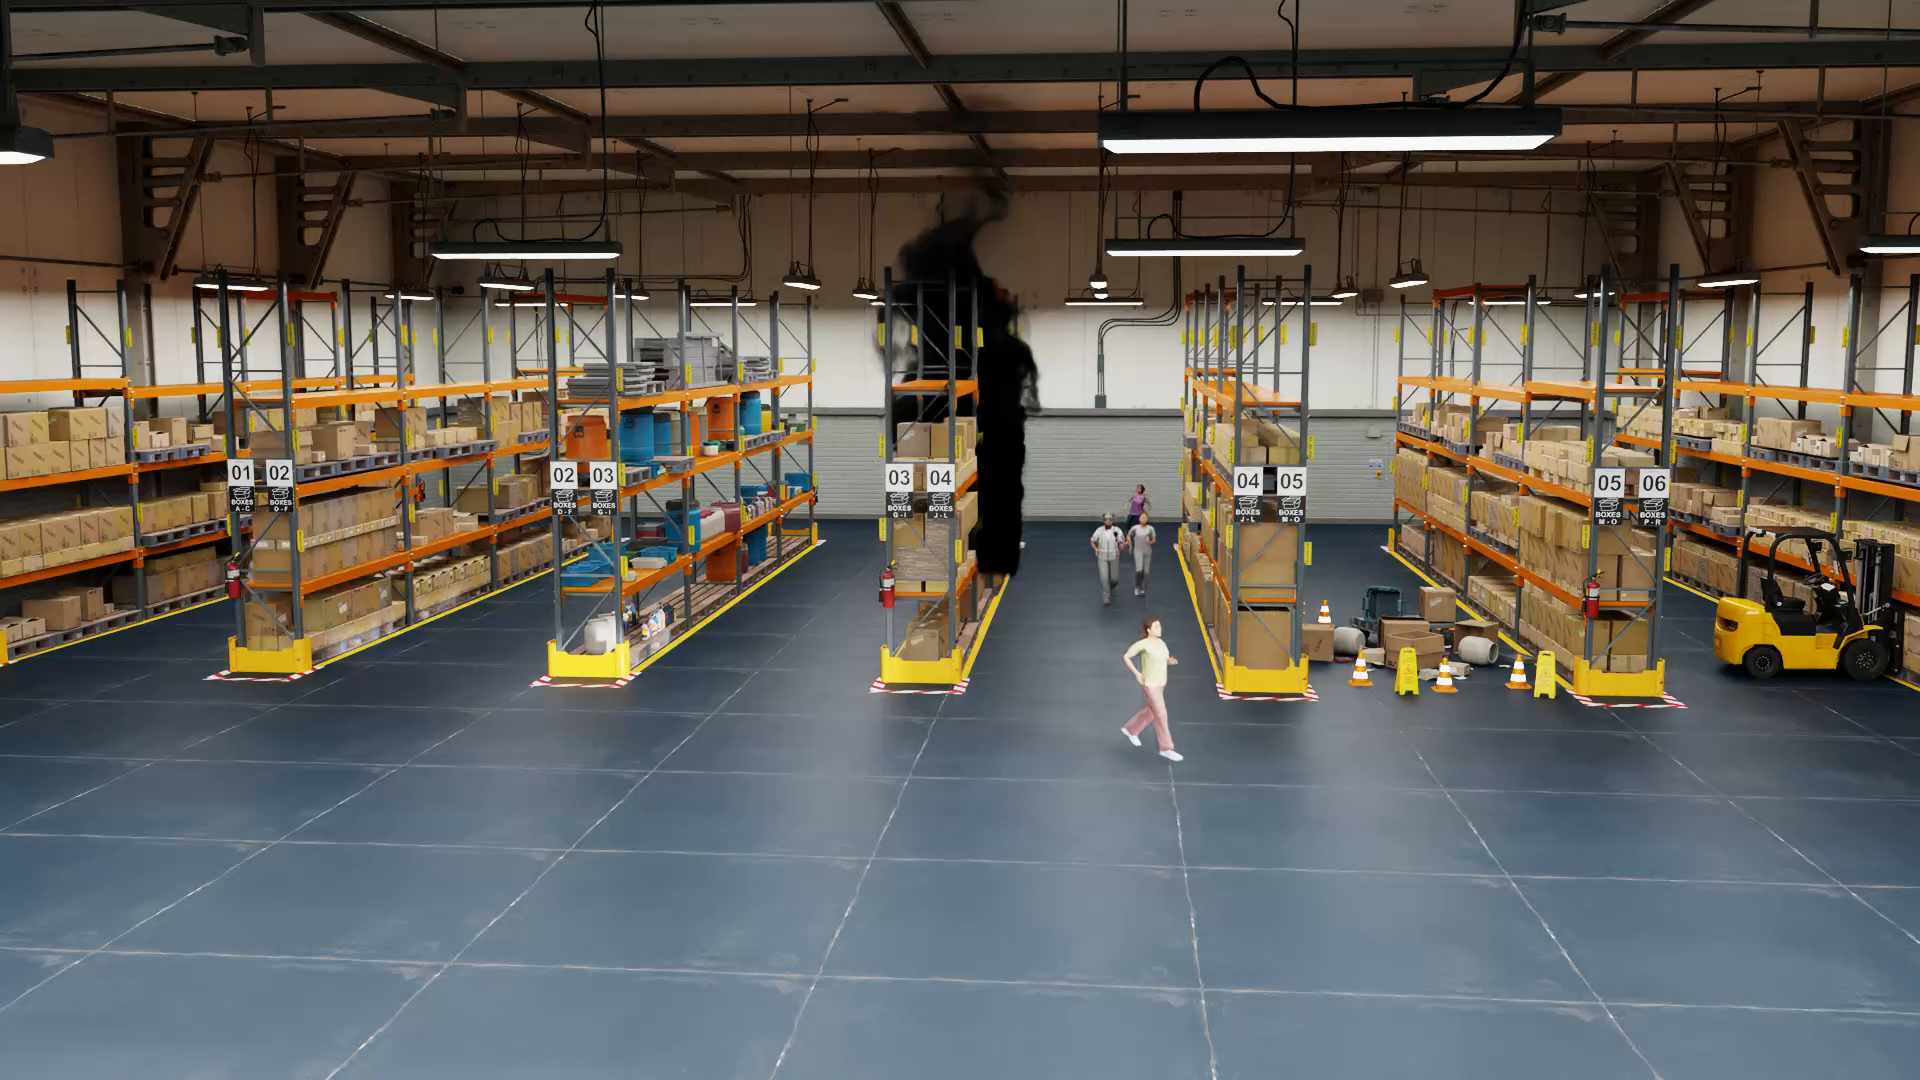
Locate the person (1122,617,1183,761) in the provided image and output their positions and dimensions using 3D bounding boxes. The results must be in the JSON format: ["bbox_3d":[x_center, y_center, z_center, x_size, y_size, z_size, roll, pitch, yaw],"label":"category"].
[{"bbox_3d":[2.312,1.750,19.886,0.947,1.640,0.573,6,9,42],"label":"person"}]

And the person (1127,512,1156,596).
[{"bbox_3d":[3.519,0.279,32.110,0.537,1.627,0.649,0,7,-3],"label":"person"}]

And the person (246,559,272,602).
[{"bbox_3d":[-11.589,0.871,27.594,0.558,1.584,0.723,0,7,-1],"label":"person"}]

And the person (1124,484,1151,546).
[{"bbox_3d":[4.198,-0.593,39.974,0.643,1.515,0.547,6,9,39],"label":"person"}]

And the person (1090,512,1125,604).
[{"bbox_3d":[2.795,0.323,31.457,0.661,1.730,0.629,0,7,3],"label":"person"}]
